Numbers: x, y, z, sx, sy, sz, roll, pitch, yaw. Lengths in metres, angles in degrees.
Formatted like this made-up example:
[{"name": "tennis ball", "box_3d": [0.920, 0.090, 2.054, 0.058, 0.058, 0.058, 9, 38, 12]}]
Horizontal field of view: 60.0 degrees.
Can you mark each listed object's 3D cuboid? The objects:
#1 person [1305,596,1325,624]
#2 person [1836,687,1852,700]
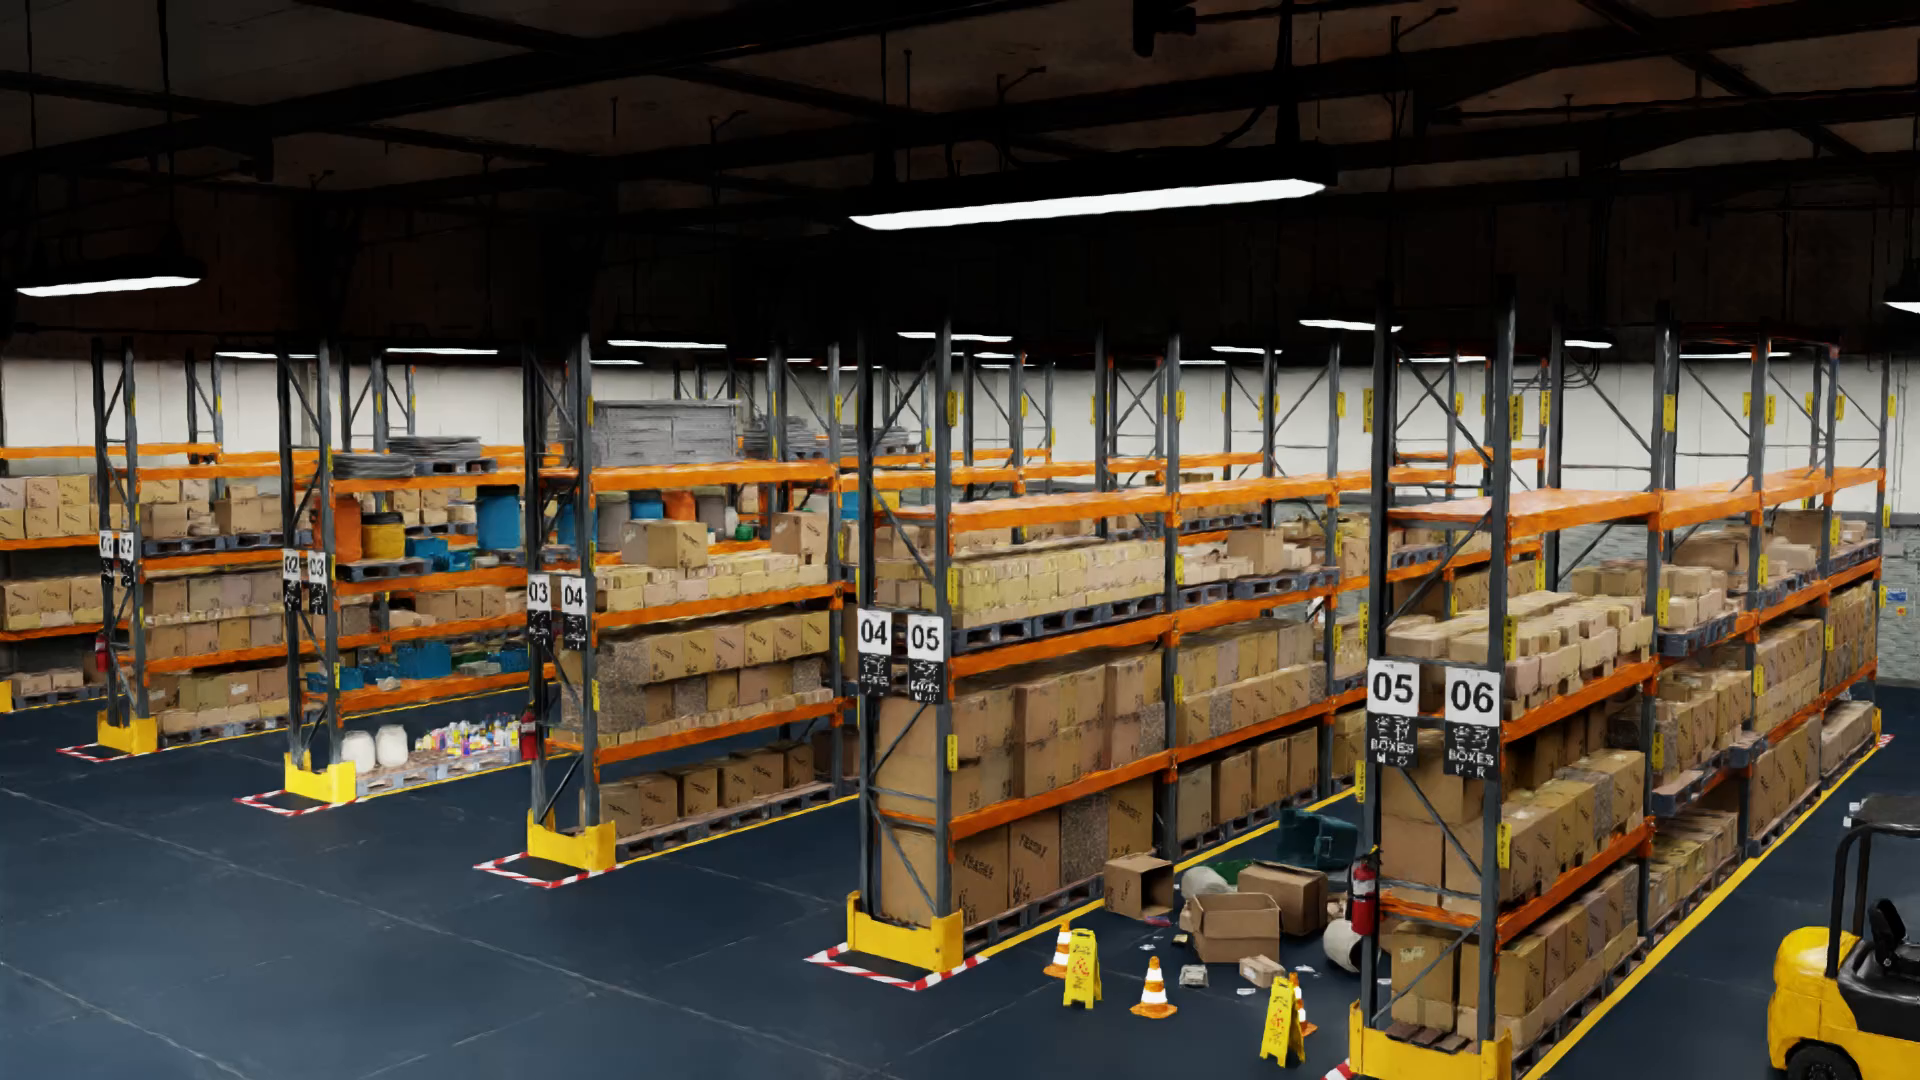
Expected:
[{"name": "person", "box_3d": [6.705, 1.631, 31.102, 0.612, 1.651, 0.661, 2, 5, 24]}, {"name": "person", "box_3d": [14.523, 1.897, 27.470, 0.490, 1.758, 0.667, 0, 5, 2]}]
